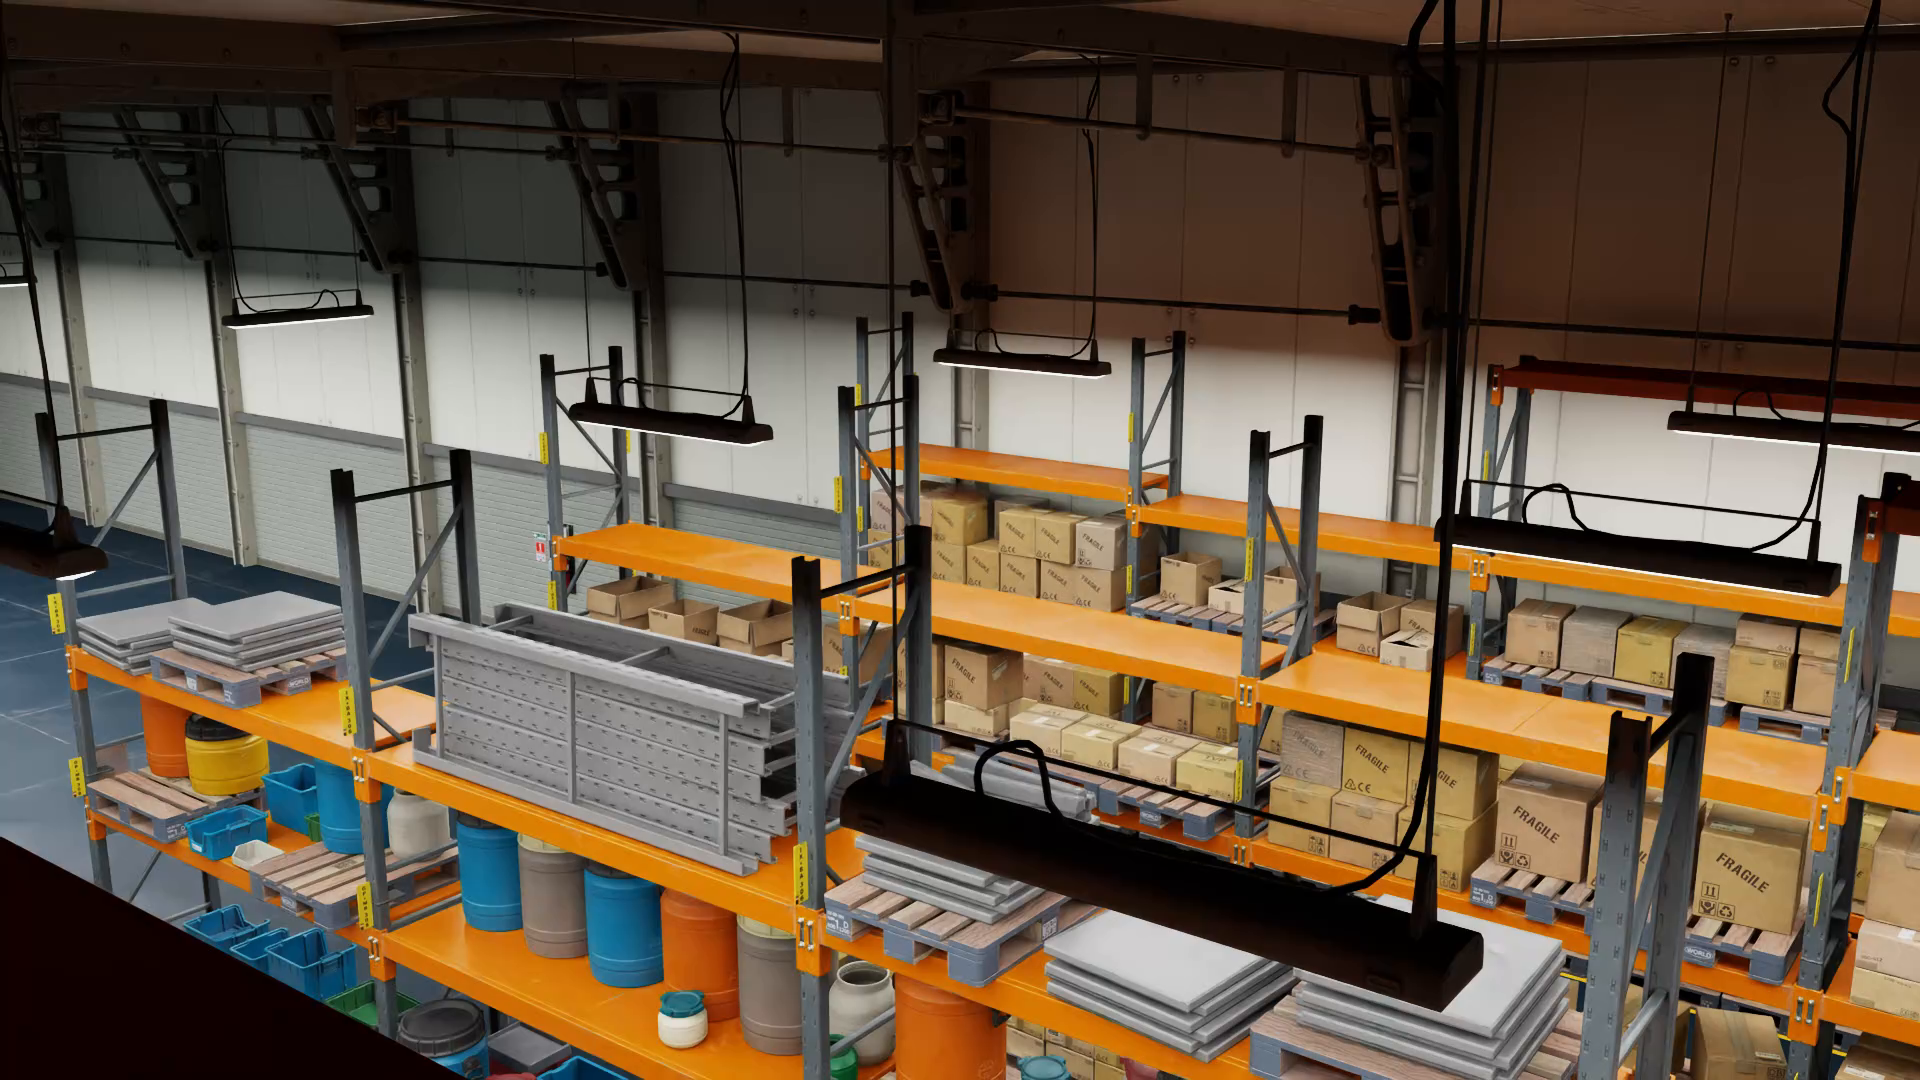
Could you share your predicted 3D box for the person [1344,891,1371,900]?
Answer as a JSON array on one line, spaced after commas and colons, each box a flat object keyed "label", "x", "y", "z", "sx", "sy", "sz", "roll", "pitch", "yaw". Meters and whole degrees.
[{"label": "person", "x": 3.515, "y": 3.831, "z": 15.049, "sx": 1.034, "sy": 1.624, "sz": 0.507, "roll": 9, "pitch": 16, "yaw": 33}]
